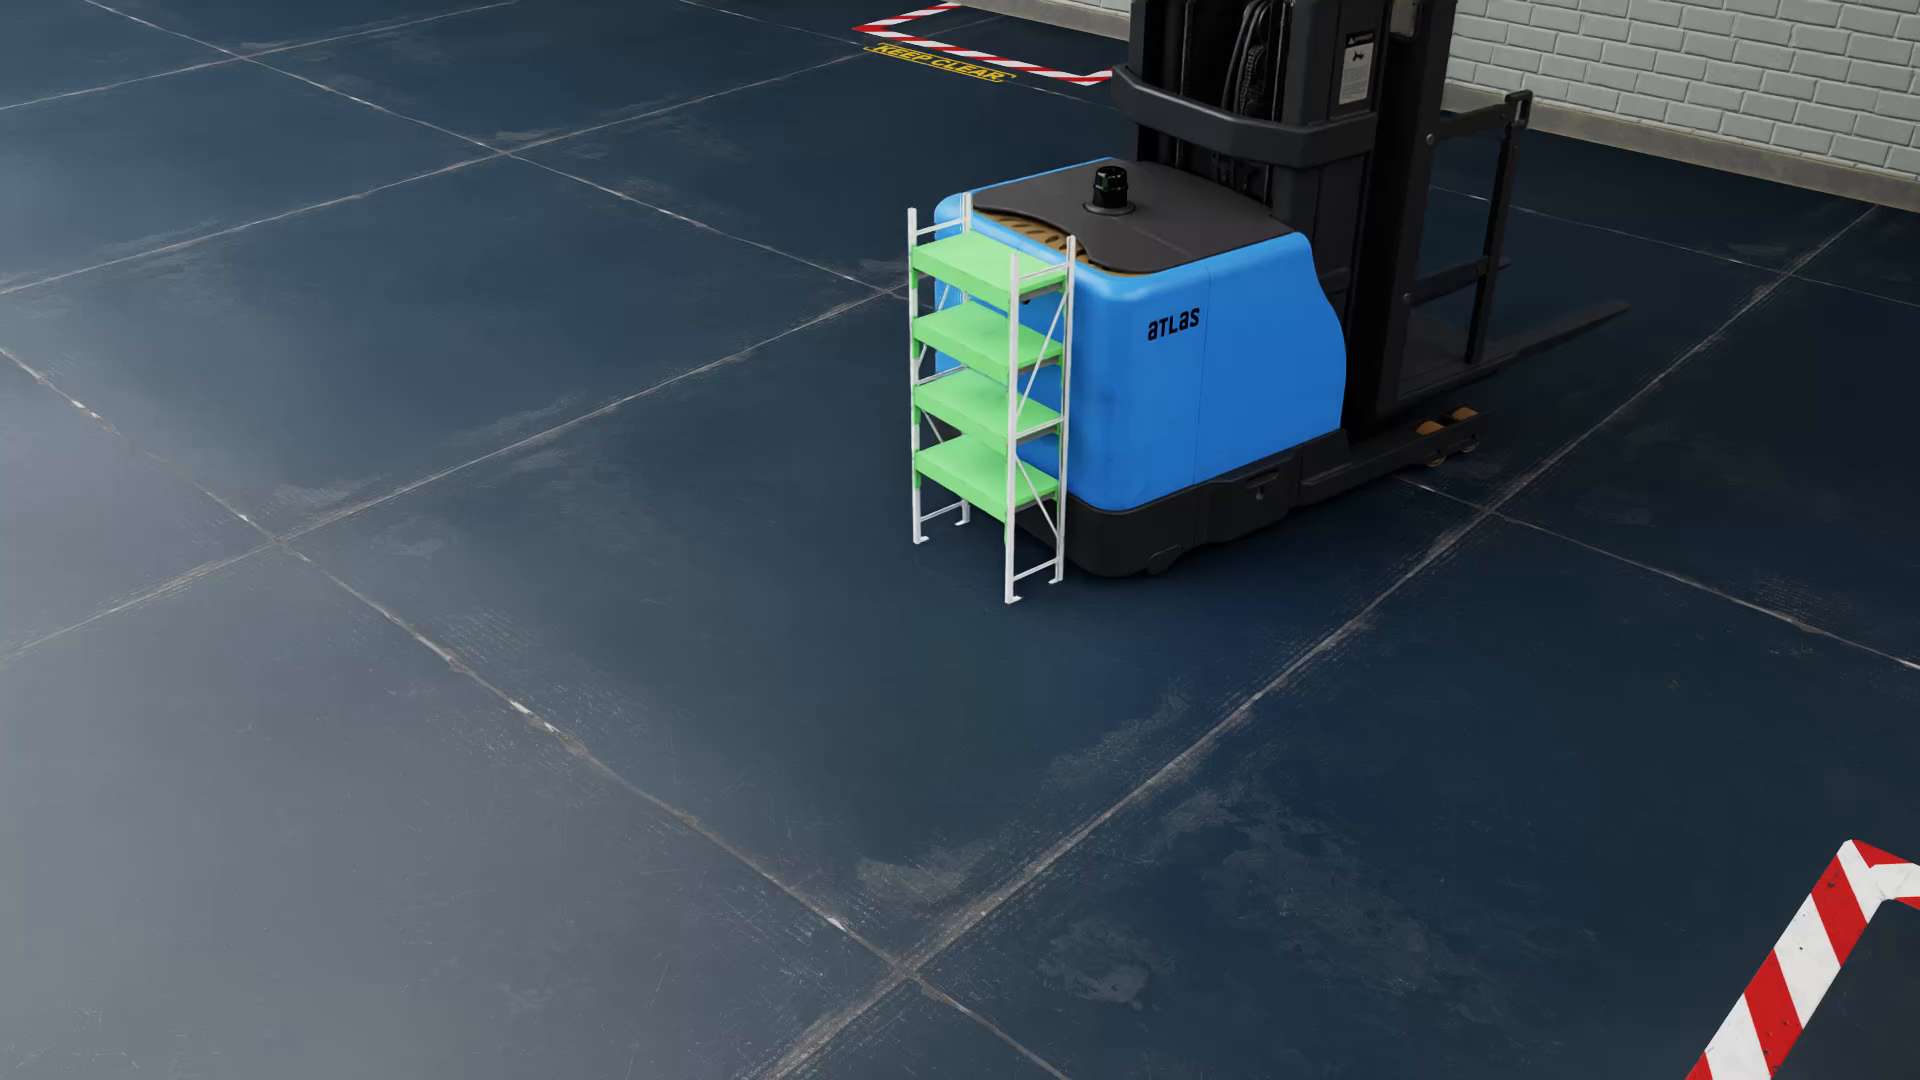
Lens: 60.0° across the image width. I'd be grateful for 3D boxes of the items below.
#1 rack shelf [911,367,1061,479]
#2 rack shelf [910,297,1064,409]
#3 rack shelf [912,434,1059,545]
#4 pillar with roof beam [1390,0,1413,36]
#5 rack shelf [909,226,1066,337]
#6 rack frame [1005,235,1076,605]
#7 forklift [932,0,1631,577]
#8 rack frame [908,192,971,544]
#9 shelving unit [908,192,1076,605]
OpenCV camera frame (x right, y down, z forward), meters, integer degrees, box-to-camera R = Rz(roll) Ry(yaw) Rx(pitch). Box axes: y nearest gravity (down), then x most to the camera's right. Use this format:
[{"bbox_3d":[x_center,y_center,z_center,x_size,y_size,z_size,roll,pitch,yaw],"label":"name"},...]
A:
[{"bbox_3d":[0.091,-0.389,5.356,0.258,0.148,0.480,-23,38,-33],"label":"rack shelf"},{"bbox_3d":[0.091,-0.594,5.233,0.258,0.148,0.480,-23,38,-33],"label":"rack shelf"},{"bbox_3d":[0.091,-0.183,5.480,0.258,0.148,0.480,-23,38,-33],"label":"rack shelf"},{"bbox_3d":[-0.416,-4.950,5.247,0.400,9.000,9.100,25,39,35],"label":"pillar with roof beam"},{"bbox_3d":[0.091,-0.800,5.109,0.258,0.148,0.480,-23,38,-33],"label":"rack shelf"},{"bbox_3d":[0.245,-0.346,5.161,0.240,1.200,0.015,-23,38,-33],"label":"rack frame"},{"bbox_3d":[1.389,-1.729,5.780,3.031,2.935,1.130,-21,37,-30],"label":"forklift"},{"bbox_3d":[-0.062,-0.541,5.486,0.240,1.200,0.015,-23,38,-33],"label":"rack frame"},{"bbox_3d":[0.091,-0.444,5.323,0.258,1.200,0.503,-23,38,-33],"label":"shelving unit"}]
